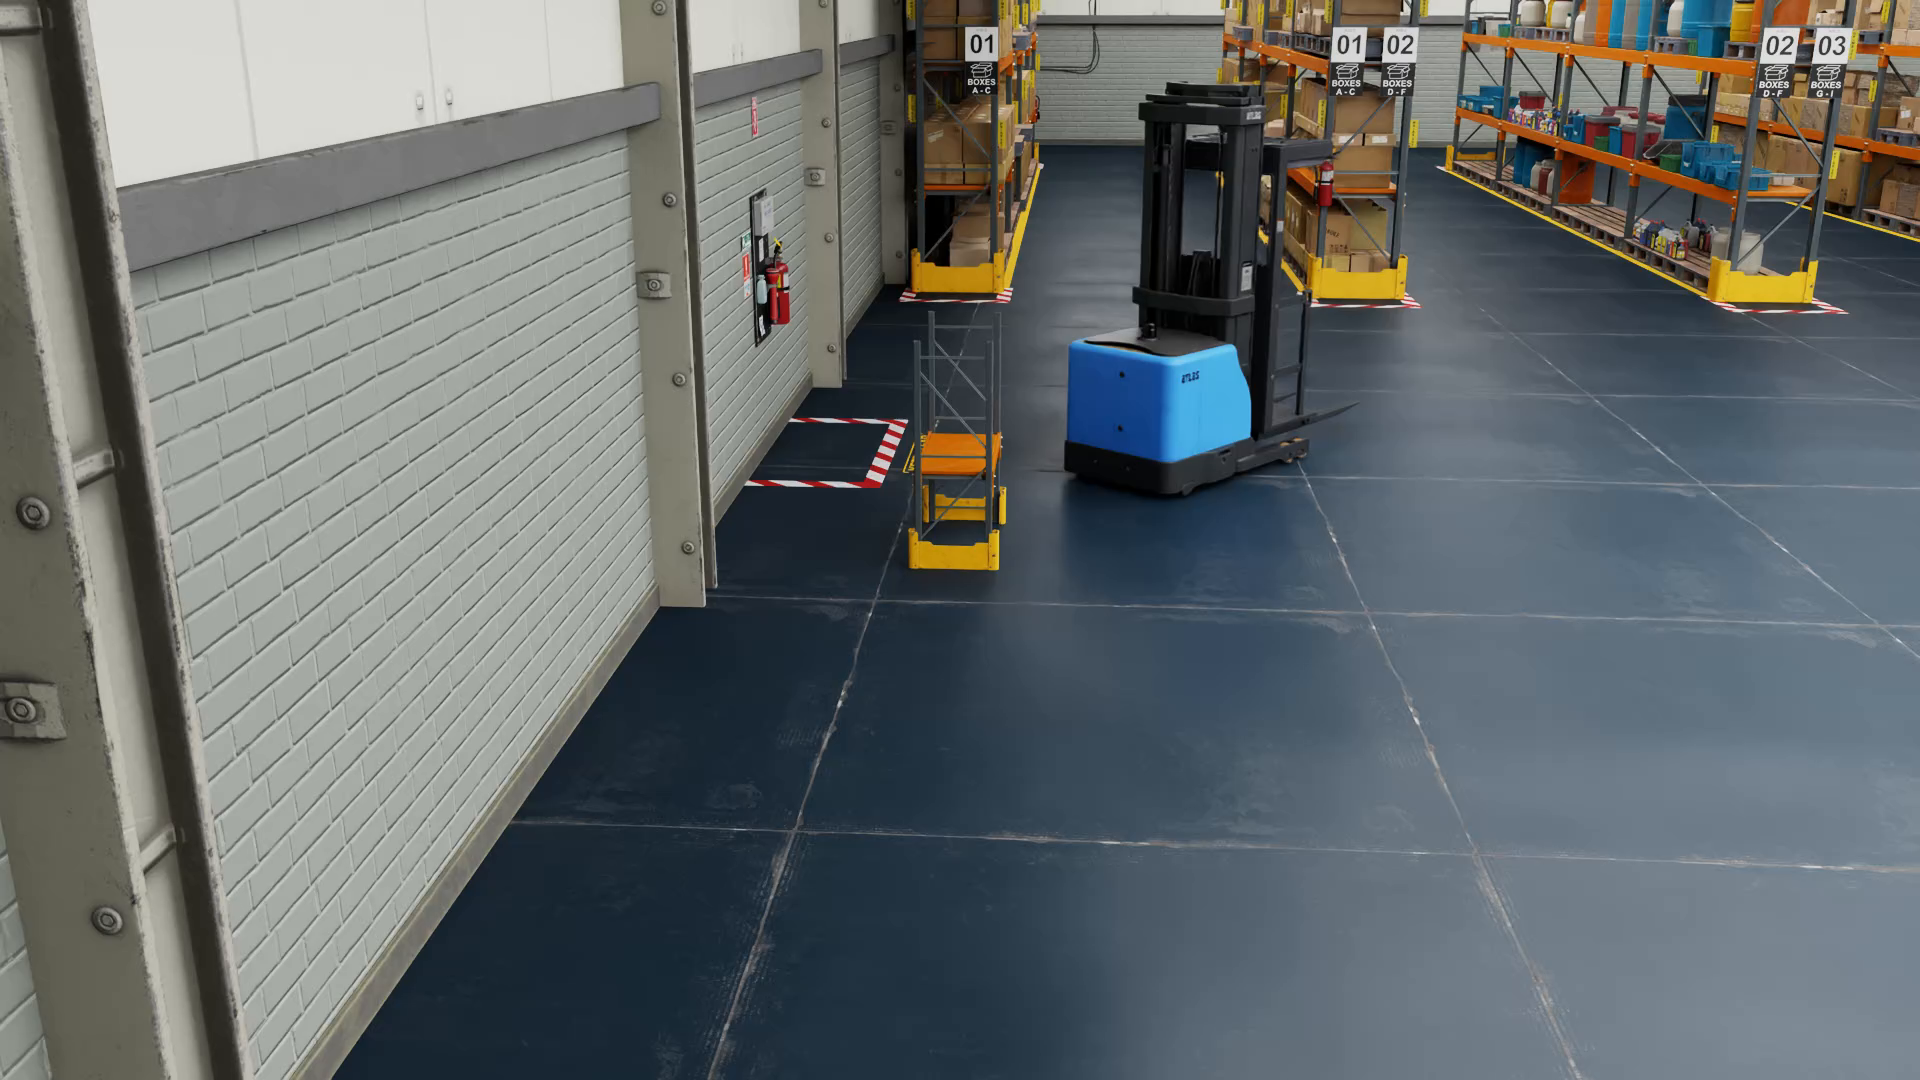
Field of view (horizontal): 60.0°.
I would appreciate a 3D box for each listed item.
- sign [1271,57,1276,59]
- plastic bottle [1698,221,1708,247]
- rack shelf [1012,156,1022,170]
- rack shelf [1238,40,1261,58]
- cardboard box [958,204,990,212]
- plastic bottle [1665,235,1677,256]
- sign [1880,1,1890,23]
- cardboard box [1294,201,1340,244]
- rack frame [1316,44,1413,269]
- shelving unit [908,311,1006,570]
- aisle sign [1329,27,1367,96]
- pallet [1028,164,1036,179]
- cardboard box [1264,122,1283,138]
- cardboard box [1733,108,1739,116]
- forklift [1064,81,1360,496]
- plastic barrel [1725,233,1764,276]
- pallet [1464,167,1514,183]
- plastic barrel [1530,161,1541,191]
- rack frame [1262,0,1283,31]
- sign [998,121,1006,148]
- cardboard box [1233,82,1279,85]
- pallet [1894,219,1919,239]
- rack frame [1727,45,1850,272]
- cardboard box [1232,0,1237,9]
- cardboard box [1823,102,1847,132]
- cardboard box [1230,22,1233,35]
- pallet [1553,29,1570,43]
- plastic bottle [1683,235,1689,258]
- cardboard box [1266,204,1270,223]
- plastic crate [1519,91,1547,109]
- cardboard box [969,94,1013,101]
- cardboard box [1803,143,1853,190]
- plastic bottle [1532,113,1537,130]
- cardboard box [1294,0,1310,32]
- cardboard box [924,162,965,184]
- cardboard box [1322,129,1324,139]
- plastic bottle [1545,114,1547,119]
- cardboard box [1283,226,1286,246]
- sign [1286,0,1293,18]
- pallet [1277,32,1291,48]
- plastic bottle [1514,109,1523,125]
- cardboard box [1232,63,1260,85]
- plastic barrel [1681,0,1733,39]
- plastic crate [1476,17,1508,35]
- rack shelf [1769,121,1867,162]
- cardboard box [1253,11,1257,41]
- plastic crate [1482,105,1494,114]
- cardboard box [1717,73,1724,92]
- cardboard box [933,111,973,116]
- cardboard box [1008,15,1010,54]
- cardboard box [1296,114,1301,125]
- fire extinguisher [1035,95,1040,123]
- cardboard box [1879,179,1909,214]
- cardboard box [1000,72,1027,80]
[{"bbox_3d":[6.608,-10.112,35.098,0.100,0.325,0.005,1,18,4],"label":"sign"},{"bbox_3d":[10.363,-4.275,23.201,0.144,0.351,0.185,0,18,1],"label":"plastic bottle"},{"bbox_3d":[0.397,-6.092,26.352,1.077,0.370,4.000,1,18,4],"label":"rack shelf"},{"bbox_3d":[5.625,-8.650,29.342,1.077,0.370,4.000,1,18,4],"label":"rack shelf"},{"bbox_3d":[0.220,-4.510,23.678,0.500,0.500,0.500,0,18,0],"label":"cardboard box"},{"bbox_3d":[9.599,-3.965,22.373,0.152,0.276,0.135,1,18,2],"label":"plastic bottle"},{"bbox_3d":[14.810,-8.447,26.609,0.100,0.325,0.005,1,18,4],"label":"sign"},{"bbox_3d":[4.707,-4.194,21.942,0.500,0.500,0.500,1,18,4],"label":"cardboard box"},{"bbox_3d":[4.909,-4.461,20.219,1.000,3.000,0.127,1,18,4],"label":"rack frame"},{"bbox_3d":[-0.005,-0.689,11.117,0.587,1.500,1.083,1,18,4],"label":"shelving unit"},{"bbox_3d":[4.611,-5.682,19.772,0.394,0.787,0.004,1,18,4],"label":"aisle sign"},{"bbox_3d":[1.045,-7.586,34.236,1.003,0.211,1.213,1,18,4],"label":"pallet"},{"bbox_3d":[5.225,-6.629,26.981,0.500,0.311,0.500,1,18,3],"label":"cardboard box"},{"bbox_3d":[15.456,-8.426,32.724,0.380,0.149,0.250,2,18,5],"label":"cardboard box"},{"bbox_3d":[2.180,-2.103,13.134,1.130,2.935,3.031,16,24,41],"label":"forklift"},{"bbox_3d":[9.820,-3.572,20.829,0.421,0.512,0.421,0,18,0],"label":"plastic barrel"},{"bbox_3d":[10.808,-7.360,33.545,1.003,0.211,1.213,1,18,4],"label":"pallet"},{"bbox_3d":[10.473,-6.531,29.859,0.421,0.512,0.421,0,18,0],"label":"plastic barrel"},{"bbox_3d":[5.482,-9.796,26.867,1.000,3.000,0.127,1,18,4],"label":"rack frame"},{"bbox_3d":[0.509,-4.969,20.381,0.100,0.325,0.005,1,18,4],"label":"sign"},{"bbox_3d":[5.512,-8.292,31.078,0.700,0.500,0.500,-5,19,-15],"label":"cardboard box"},{"bbox_3d":[15.215,-4.777,25.663,1.003,0.211,1.213,1,18,4],"label":"pallet"},{"bbox_3d":[9.849,-4.349,19.878,1.000,3.000,0.127,1,18,4],"label":"rack frame"},{"bbox_3d":[5.915,-11.065,33.790,0.700,0.500,0.500,1,18,4],"label":"cardboard box"},{"bbox_3d":[15.226,-7.245,28.557,0.500,0.500,0.500,1,18,2],"label":"cardboard box"},{"bbox_3d":[5.653,-10.164,33.049,0.500,0.250,0.500,1,18,4],"label":"cardboard box"},{"bbox_3d":[10.575,-8.405,27.741,1.003,0.211,1.213,1,18,4],"label":"pallet"},{"bbox_3d":[9.695,-3.923,22.233,0.061,0.283,0.133,1,18,4],"label":"plastic bottle"},{"bbox_3d":[5.010,-5.047,25.750,0.500,0.250,0.500,2,18,5],"label":"cardboard box"},{"bbox_3d":[11.023,-8.406,32.062,0.402,0.464,0.583,1,18,4],"label":"plastic crate"},{"bbox_3d":[0.504,-6.991,27.074,0.700,0.500,0.500,0,18,-1],"label":"cardboard box"},{"bbox_3d":[15.504,-6.403,28.886,1.225,0.875,0.875,1,18,4],"label":"cardboard box"},{"bbox_3d":[10.131,-7.367,29.276,0.061,0.283,0.133,1,18,4],"label":"plastic bottle"},{"bbox_3d":[4.896,-7.291,22.981,0.500,0.500,0.500,3,18,8],"label":"cardboard box"},{"bbox_3d":[-0.193,-4.658,21.029,0.500,0.250,0.500,2,18,5],"label":"cardboard box"},{"bbox_3d":[4.781,-5.100,20.968,0.380,0.149,0.250,1,18,3],"label":"cardboard box"},{"bbox_3d":[10.265,-7.322,29.140,0.061,0.283,0.133,1,18,4],"label":"plastic bottle"},{"bbox_3d":[4.819,-4.303,23.480,0.500,0.250,0.500,1,18,4],"label":"cardboard box"},{"bbox_3d":[4.653,-7.533,23.441,0.100,0.325,0.005,1,18,4],"label":"sign"},{"bbox_3d":[5.445,-7.721,25.654,1.003,0.211,1.213,2,18,6],"label":"pallet"},{"bbox_3d":[10.270,-7.768,30.512,0.152,0.276,0.135,1,18,4],"label":"plastic bottle"},{"bbox_3d":[5.581,-9.032,32.404,0.500,0.500,0.500,1,18,3],"label":"cardboard box"},{"bbox_3d":[9.958,-7.148,22.123,0.600,0.901,0.708,1,18,4],"label":"plastic barrel"},{"bbox_3d":[10.612,-10.246,33.156,0.504,0.338,0.767,1,18,4],"label":"plastic crate"},{"bbox_3d":[15.506,-7.002,29.131,1.077,0.370,4.000,1,18,4],"label":"rack shelf"},{"bbox_3d":[5.554,-8.874,28.711,0.910,0.500,0.500,1,18,4],"label":"cardboard box"},{"bbox_3d":[10.534,-8.527,32.955,0.293,0.136,0.466,1,18,4],"label":"plastic crate"},{"bbox_3d":[15.597,-9.336,33.656,0.500,0.500,0.500,1,18,3],"label":"cardboard box"},{"bbox_3d":[-0.096,-5.489,22.361,0.500,0.500,0.500,2,18,5],"label":"cardboard box"},{"bbox_3d":[0.414,-6.803,22.357,0.500,0.500,0.500,1,18,2],"label":"cardboard box"},{"bbox_3d":[4.983,-5.980,23.652,0.380,0.149,0.250,1,18,4],"label":"cardboard box"},{"bbox_3d":[1.585,-9.362,35.900,0.296,0.674,0.183,1,18,4],"label":"fire extinguisher"},{"bbox_3d":[15.335,-5.536,26.807,0.700,0.500,0.500,0,18,1],"label":"cardboard box"},{"bbox_3d":[0.966,-8.384,30.317,0.500,0.250,0.500,2,18,5],"label":"cardboard box"}]
